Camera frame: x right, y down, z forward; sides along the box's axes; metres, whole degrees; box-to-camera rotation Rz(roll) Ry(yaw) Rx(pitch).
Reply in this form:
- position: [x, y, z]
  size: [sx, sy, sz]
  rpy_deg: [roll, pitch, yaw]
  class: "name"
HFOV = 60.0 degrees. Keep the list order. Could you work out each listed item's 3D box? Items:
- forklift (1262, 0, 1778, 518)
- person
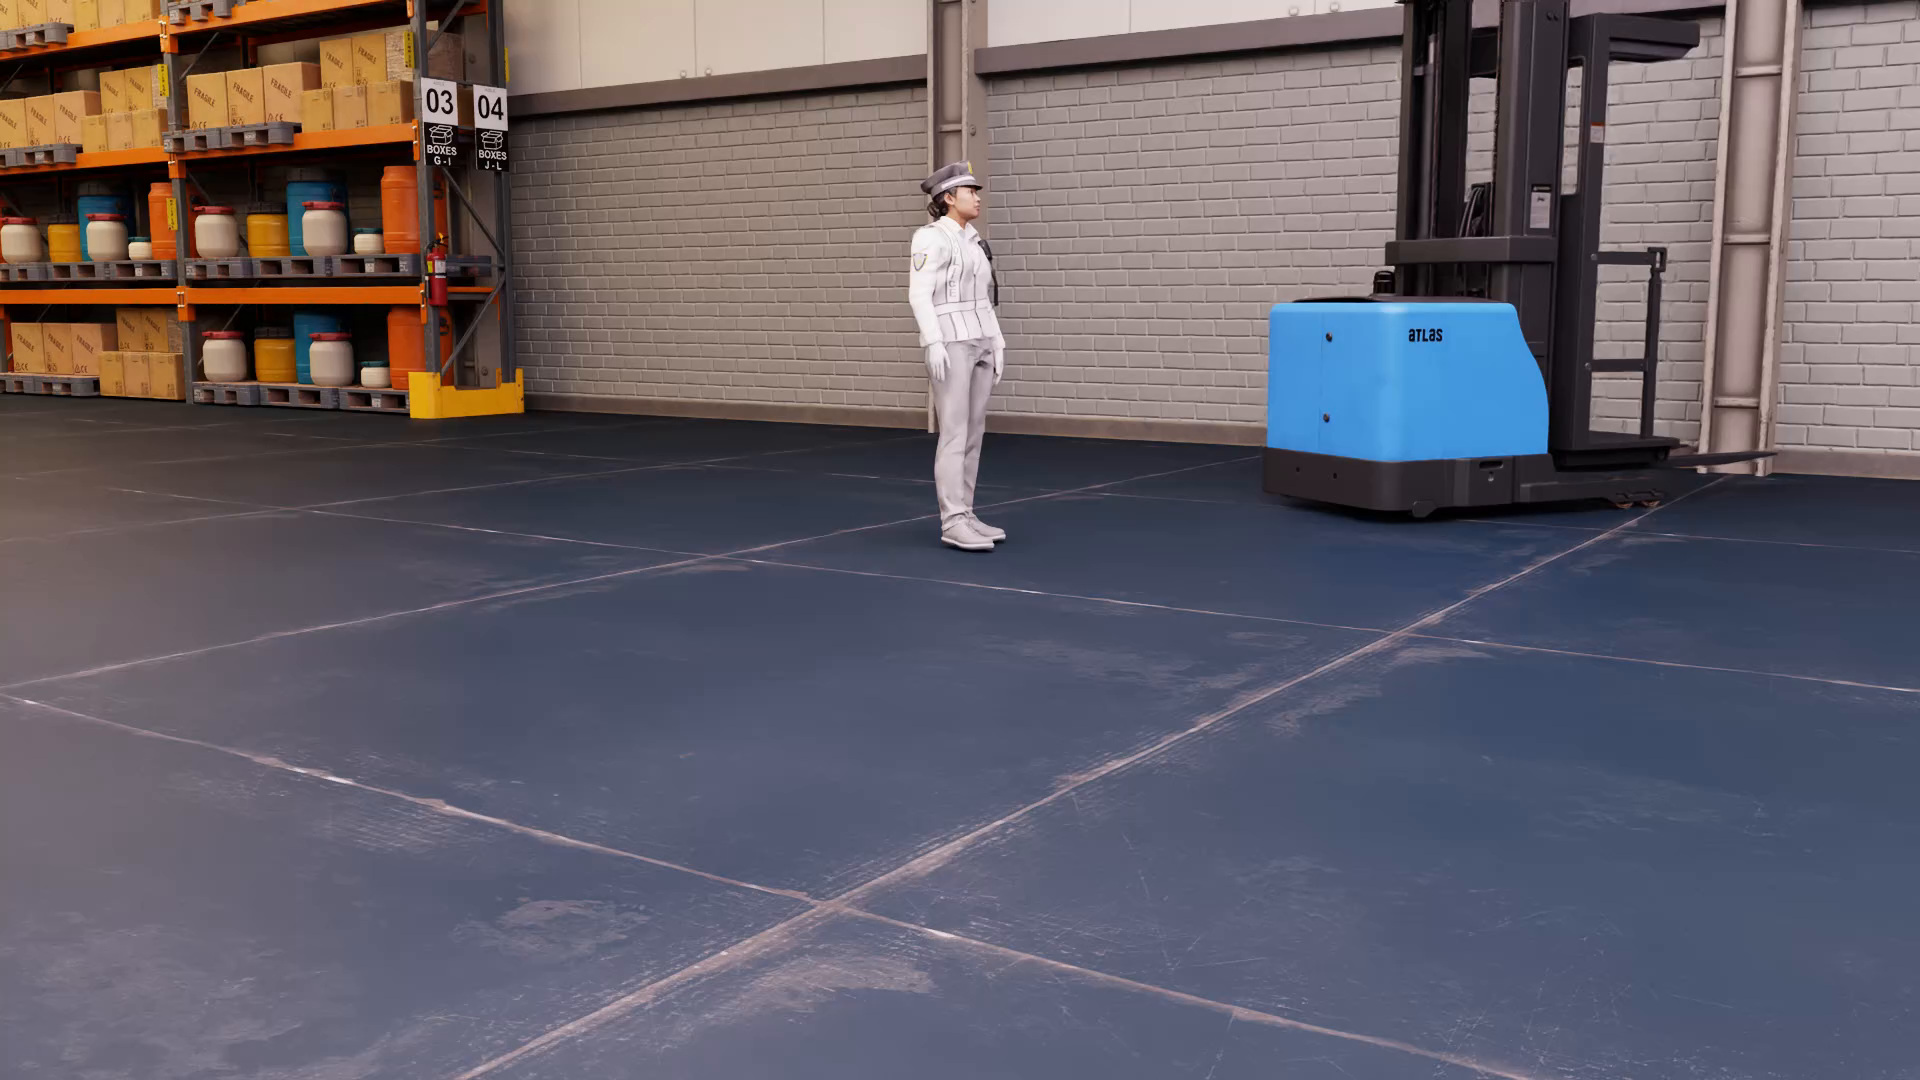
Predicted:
- position: [3.180, -1.676, 8.978]
  size: [3.031, 2.935, 1.130]
  rpy_deg: [-4, 9, -26]
  class: "forklift"
- position: [0.052, -0.840, 7.441]
  size: [0.533, 1.696, 0.588]
  rpy_deg: [5, 10, 34]
  class: "person"
